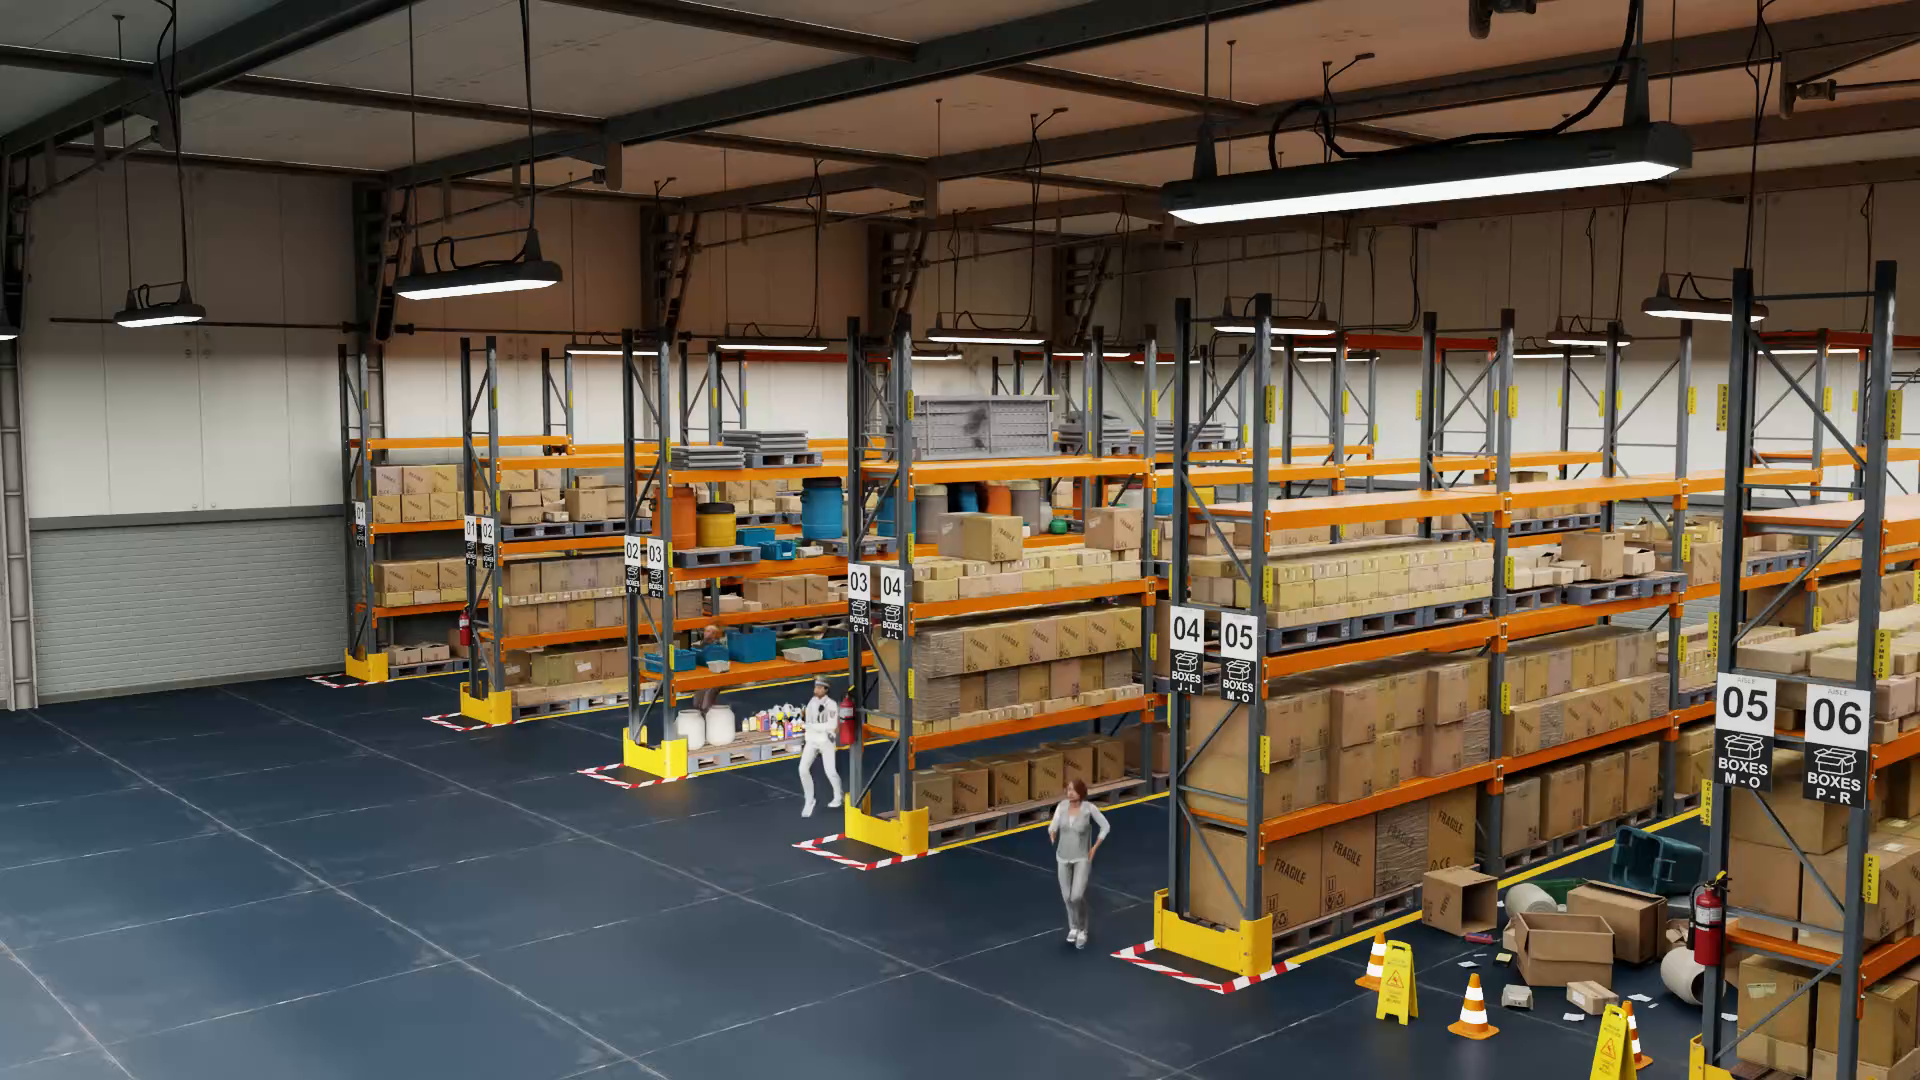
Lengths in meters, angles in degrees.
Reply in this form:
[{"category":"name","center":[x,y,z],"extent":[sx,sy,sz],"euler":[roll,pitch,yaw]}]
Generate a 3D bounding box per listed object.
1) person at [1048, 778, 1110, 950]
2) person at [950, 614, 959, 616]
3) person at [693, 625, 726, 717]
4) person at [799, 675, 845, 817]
[{"category":"person","center":[1.051,2.997,15.408],"extent":[0.543,1.593,0.591],"euler":[3,6,27]},{"category":"person","center":[-0.047,1.674,29.546],"extent":[0.653,1.679,0.606],"euler":[4,7,40]},{"category":"person","center":[-3.693,2.103,24.847],"extent":[0.647,1.677,0.580],"euler":[5,7,42]},{"category":"person","center":[-1.703,2.508,20.304],"extent":[0.576,1.749,0.719],"euler":[3,6,33]}]
